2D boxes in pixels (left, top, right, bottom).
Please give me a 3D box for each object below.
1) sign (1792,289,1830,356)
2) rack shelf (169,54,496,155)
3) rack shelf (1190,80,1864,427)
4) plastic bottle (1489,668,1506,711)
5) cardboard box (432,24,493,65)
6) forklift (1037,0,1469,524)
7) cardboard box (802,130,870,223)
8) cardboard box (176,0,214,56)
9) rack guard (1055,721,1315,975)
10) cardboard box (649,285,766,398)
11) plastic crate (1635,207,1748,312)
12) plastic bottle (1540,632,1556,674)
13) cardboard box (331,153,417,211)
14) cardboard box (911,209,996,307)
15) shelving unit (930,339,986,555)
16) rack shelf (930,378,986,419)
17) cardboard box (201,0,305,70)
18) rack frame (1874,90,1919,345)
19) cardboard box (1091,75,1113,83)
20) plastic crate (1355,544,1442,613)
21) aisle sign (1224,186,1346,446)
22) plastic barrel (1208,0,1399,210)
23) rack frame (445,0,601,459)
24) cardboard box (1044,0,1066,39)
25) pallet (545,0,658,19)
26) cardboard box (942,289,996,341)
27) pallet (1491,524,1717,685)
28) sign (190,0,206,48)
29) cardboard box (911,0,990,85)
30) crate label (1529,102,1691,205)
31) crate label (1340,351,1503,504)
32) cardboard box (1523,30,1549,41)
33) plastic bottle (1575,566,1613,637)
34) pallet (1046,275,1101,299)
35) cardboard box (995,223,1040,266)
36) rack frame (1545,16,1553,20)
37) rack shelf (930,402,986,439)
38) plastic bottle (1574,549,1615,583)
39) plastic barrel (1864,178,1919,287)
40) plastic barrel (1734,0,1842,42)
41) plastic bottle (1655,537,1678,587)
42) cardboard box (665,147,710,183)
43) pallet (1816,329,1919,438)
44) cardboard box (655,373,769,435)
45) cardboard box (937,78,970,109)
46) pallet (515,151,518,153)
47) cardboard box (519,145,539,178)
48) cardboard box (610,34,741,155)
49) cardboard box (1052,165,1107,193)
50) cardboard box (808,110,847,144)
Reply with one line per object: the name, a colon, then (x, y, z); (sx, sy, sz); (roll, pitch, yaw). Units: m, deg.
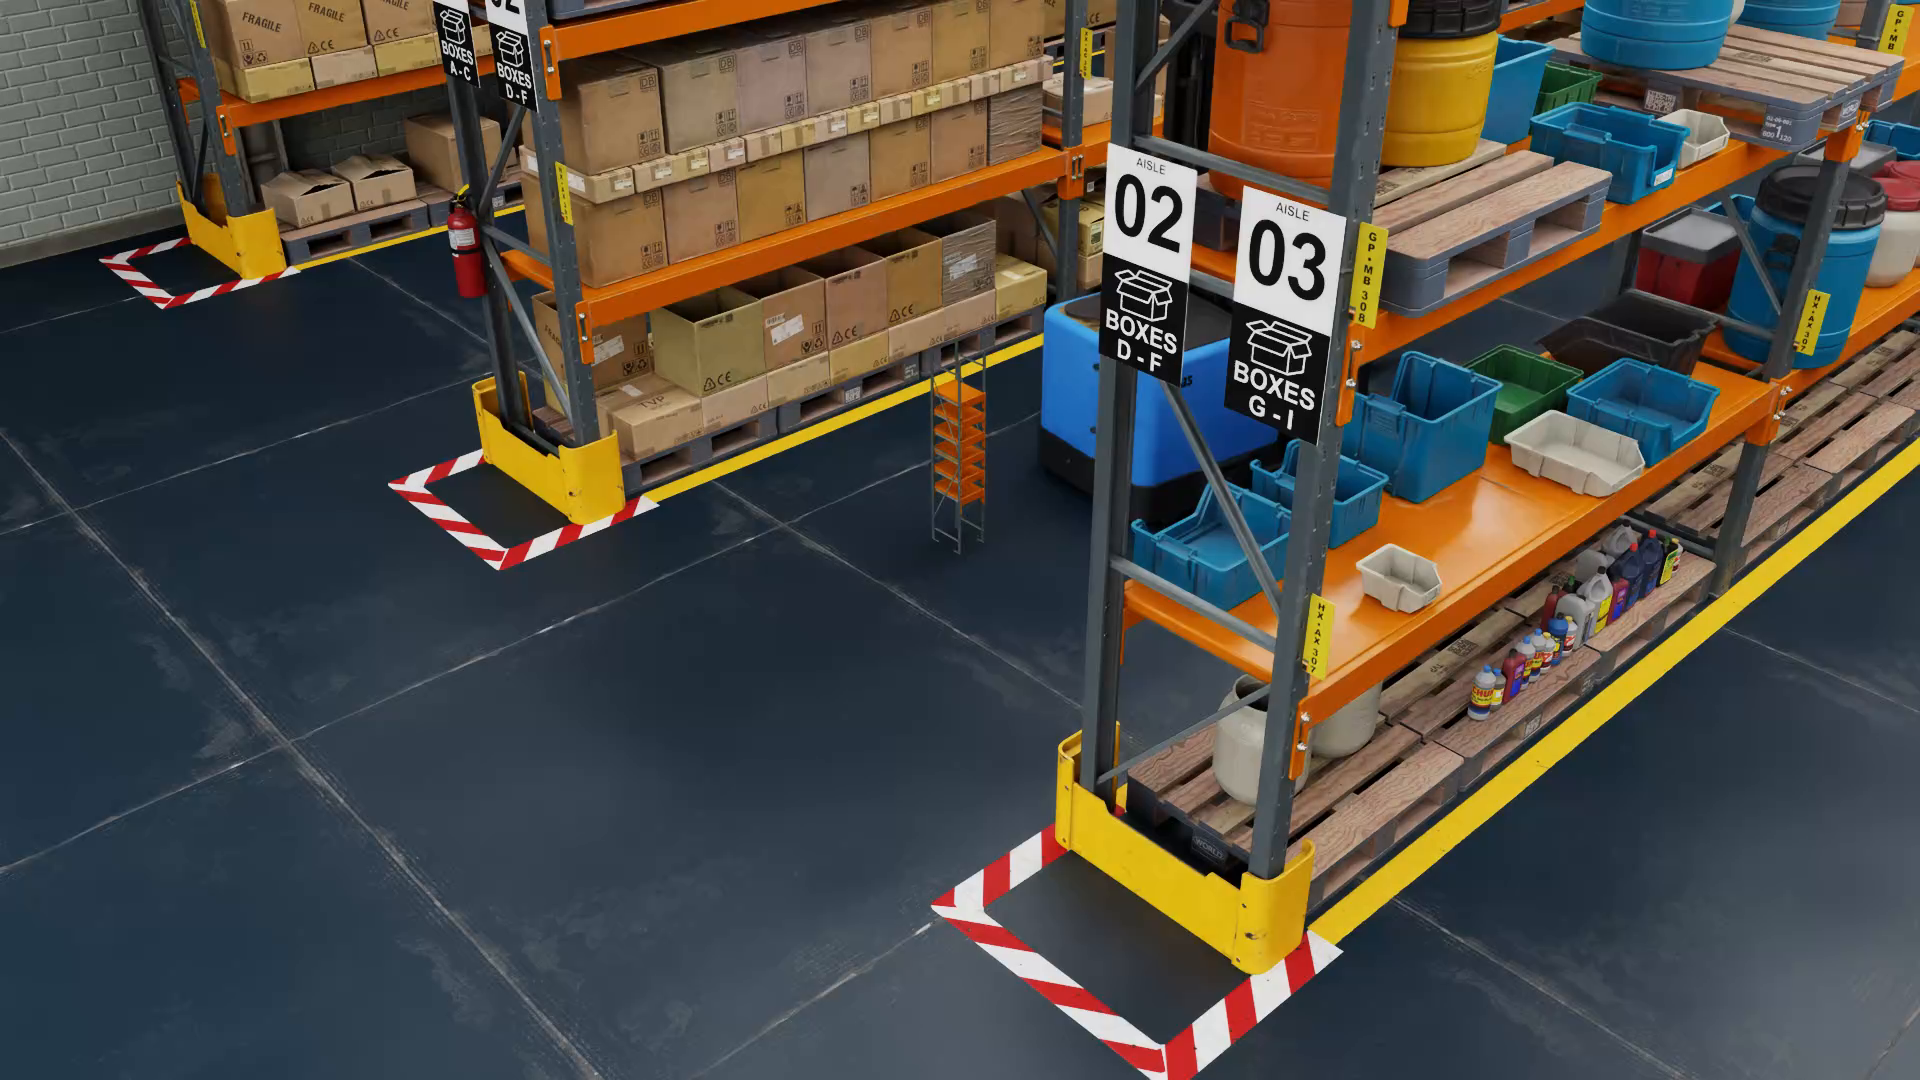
sign: (4.195, -1.072, 8.196); (0.005, 0.325, 0.100); (-26, 40, -35)
rack shelf: (-4.373, -3.942, 13.845); (4.000, 0.370, 1.077); (-26, 40, -35)
rack shelf: (2.363, -1.431, 6.864); (4.000, 0.370, 1.077); (-26, 40, -35)
plastic bottle: (2.513, 0.696, 7.831); (0.097, 0.201, 0.097); (0, 31, 0)
cardboard box: (-4.145, -4.082, 13.509); (0.500, 0.250, 0.500); (-25, 40, -35)
forklift: (1.982, -1.930, 9.931); (3.031, 2.935, 1.130); (-20, 37, -29)
cardboard box: (-0.985, -2.399, 10.536); (0.500, 0.500, 0.700); (-24, 39, -34)
cardboard box: (-5.639, -4.052, 12.741); (0.500, 0.500, 0.500); (-26, 40, -36)
rack guard: (0.920, 1.272, 7.025); (0.348, 0.500, 1.175); (-26, 40, -35)
cardboard box: (-1.559, -1.255, 10.275); (0.500, 0.500, 0.500); (-26, 40, -35)
plastic crate: (3.976, -1.484, 9.075); (0.583, 0.464, 0.402); (-26, 40, -35)
plastic bottle: (2.835, 0.541, 8.085); (0.097, 0.201, 0.097); (0, 31, 0)
cardboard box: (-4.853, -2.993, 13.759); (0.500, 0.311, 0.500); (-22, 38, -32)
cardboard box: (-0.102, -1.969, 11.444); (0.500, 0.500, 0.500); (-26, 40, -35)
shelving unit: (-0.011, -0.507, 9.263); (0.189, 1.200, 0.258); (-26, 40, -35)
rack shelf: (-0.011, -0.776, 9.098); (0.180, 0.103, 0.258); (-26, 40, -35)
cardboard box: (-5.286, -3.858, 12.424); (0.500, 0.500, 0.500); (-26, 40, -35)
rack frame: (6.762, -2.587, 10.939); (0.127, 3.000, 1.000); (-26, 40, -35)
cardboard box: (0.984, -3.389, 12.380); (0.258, 0.266, 0.396); (-27, 40, -37)
plastic crate: (1.771, 0.169, 6.686); (0.250, 0.136, 0.298); (-26, 40, -35)
aisle sign: (1.042, -0.721, 5.396); (0.004, 0.787, 0.394); (-26, 40, -35)
plastic barrel: (1.166, -1.612, 5.656); (0.708, 0.830, 0.600); (-26, 40, -35)
rack frame: (-2.469, -1.645, 9.400); (0.127, 3.000, 1.000); (-26, 40, -35)
cardboard box: (0.655, -5.849, 17.933); (0.750, 0.750, 0.750); (-26, 40, -36)
pallet: (-1.933, -3.128, 9.034); (1.213, 0.211, 1.003); (-26, 40, -35)
cardboard box: (-0.101, -1.649, 11.638); (0.500, 0.250, 0.500); (-26, 40, -35)
pallet: (3.308, 0.244, 8.983); (1.213, 0.211, 1.003); (-26, 40, -35)
sign: (-5.471, -3.701, 11.932); (0.005, 0.325, 0.100); (-26, 40, -35)
cardboard box: (-0.227, -3.321, 10.800); (0.500, 0.500, 0.700); (-26, 40, -36)
crate label: (2.493, -1.503, 6.434); (0.408, 0.251, 0.502); (-26, 40, -35)
crate label: (2.062, -0.521, 7.527); (0.616, 0.435, 0.502); (-26, 40, -35)
cardboard box: (5.426, -4.751, 16.454); (0.500, 0.500, 0.500); (-25, 39, -35)
plastic bottle: (3.175, 0.296, 8.343); (0.185, 0.351, 0.144); (-26, 40, -36)
pallet: (0.978, -2.151, 12.899); (1.213, 0.211, 1.003); (-26, 40, -35)
cardboard box: (0.571, -2.328, 12.750); (0.500, 0.250, 0.500); (-26, 40, -36)
rack frame: (6.330, -5.902, 16.361); (0.127, 3.000, 1.000); (-26, 40, -35)
rack shelf: (-0.011, -0.674, 9.161); (0.180, 0.103, 0.258); (-26, 40, -35)
plastic bottle: (3.293, 0.165, 8.628); (0.135, 0.276, 0.152); (-26, 40, -35)
plastic barrel: (5.218, -1.742, 9.427); (0.433, 0.535, 0.433); (0, 31, 0)
plastic barrel: (4.054, -2.925, 8.137); (0.708, 0.901, 0.600); (-26, 40, -35)
plastic bottle: (3.701, 0.100, 8.728); (0.133, 0.283, 0.061); (-24, 39, -33)
cardboard box: (-1.659, -2.204, 9.596); (0.250, 0.149, 0.380); (-26, 40, -35)
pallet: (6.168, -1.137, 11.242); (1.213, 0.211, 1.003); (-26, 40, -35)
cardboard box: (-1.561, -0.935, 10.472); (0.500, 0.250, 0.500); (-26, 40, -35)
cardboard box: (-0.155, -2.931, 10.784); (0.250, 0.149, 0.380); (-26, 40, -36)
pallet: (-3.375, -3.516, 15.133); (1.213, 0.211, 1.003); (-26, 40, -35)
cardboard box: (-2.319, -2.173, 9.545); (0.250, 0.149, 0.380); (-27, 40, -36)
cardboard box: (-1.697, -2.610, 9.637); (0.500, 0.500, 0.700); (-27, 41, -37)
cardboard box: (0.943, -2.750, 12.902); (0.500, 0.311, 0.500); (-25, 39, -34)
cardboard box: (-0.907, -2.566, 10.189); (0.250, 0.149, 0.380); (-25, 40, -35)
